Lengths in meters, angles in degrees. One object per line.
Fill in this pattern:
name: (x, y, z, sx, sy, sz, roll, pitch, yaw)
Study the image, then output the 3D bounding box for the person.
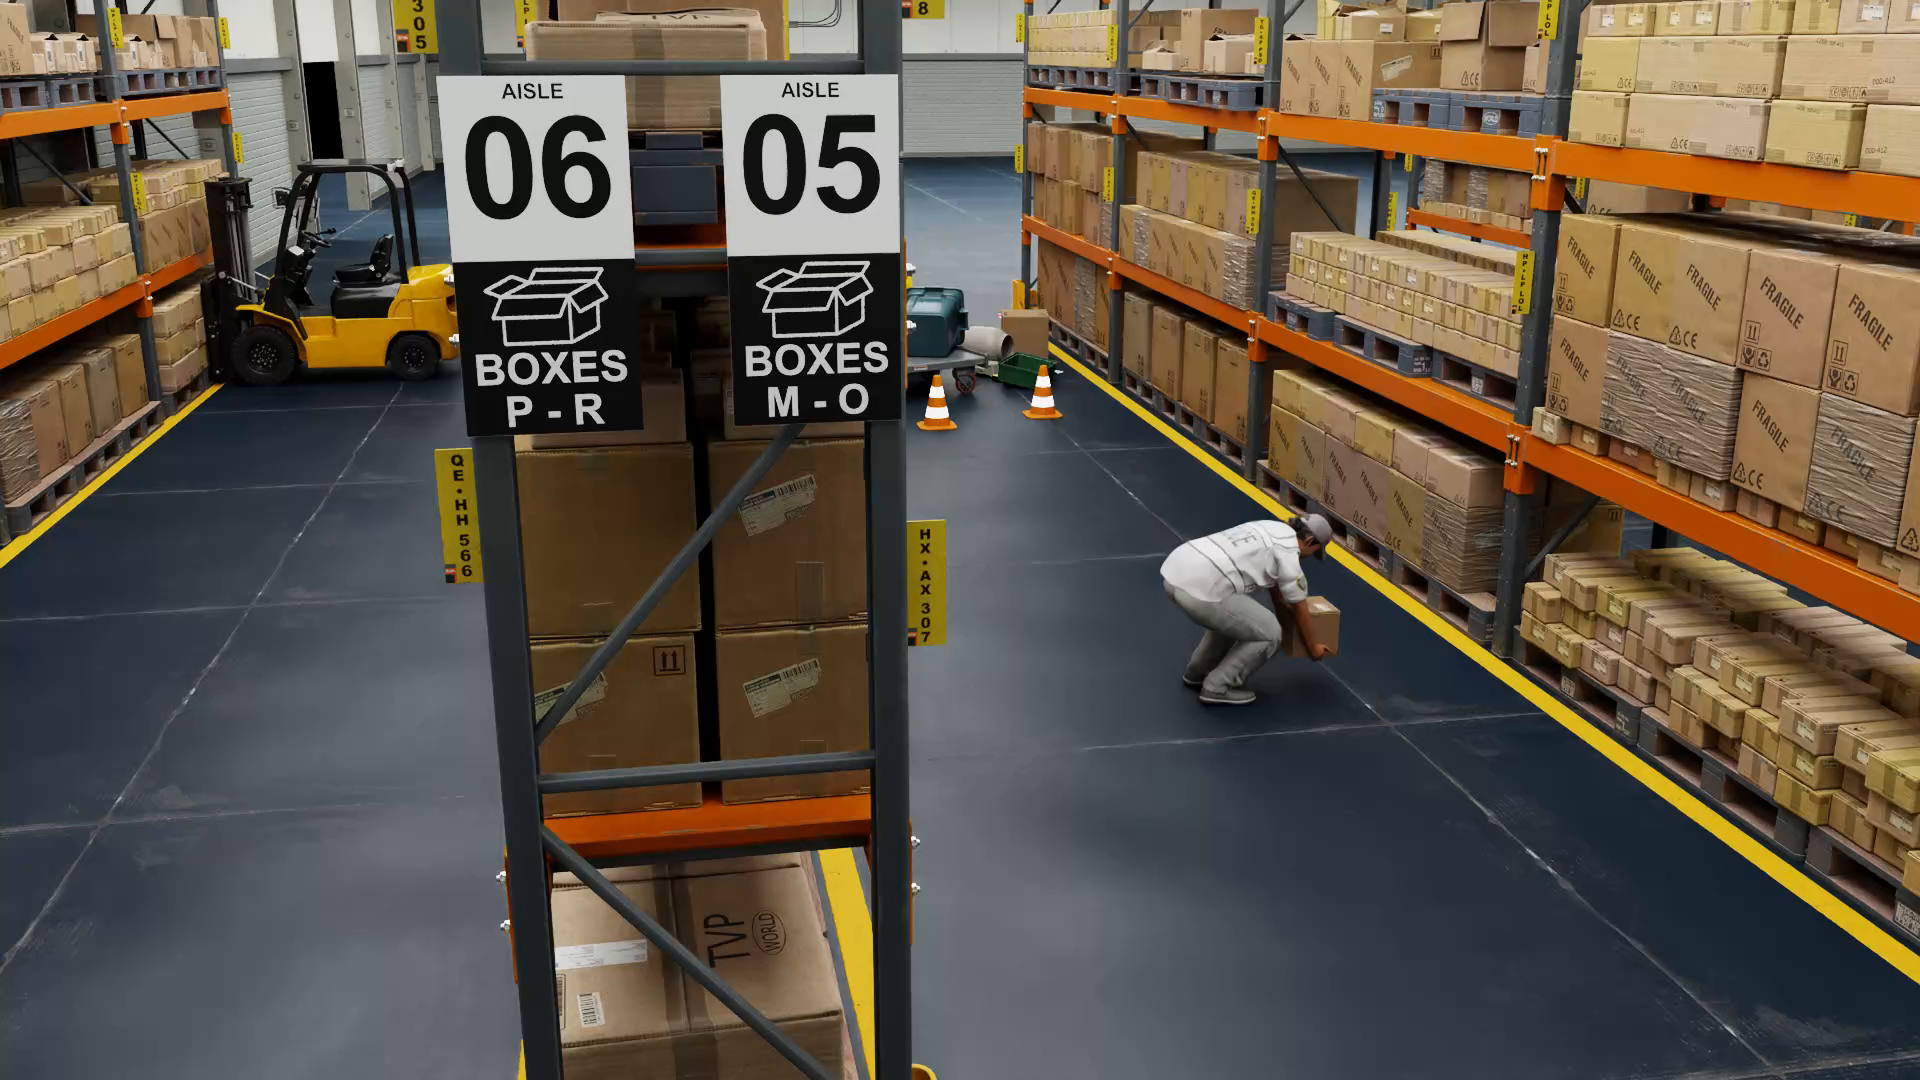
person: (1.496, 0.345, 8.656, 0.915, 0.940, 0.521, -4, 17, -12)
